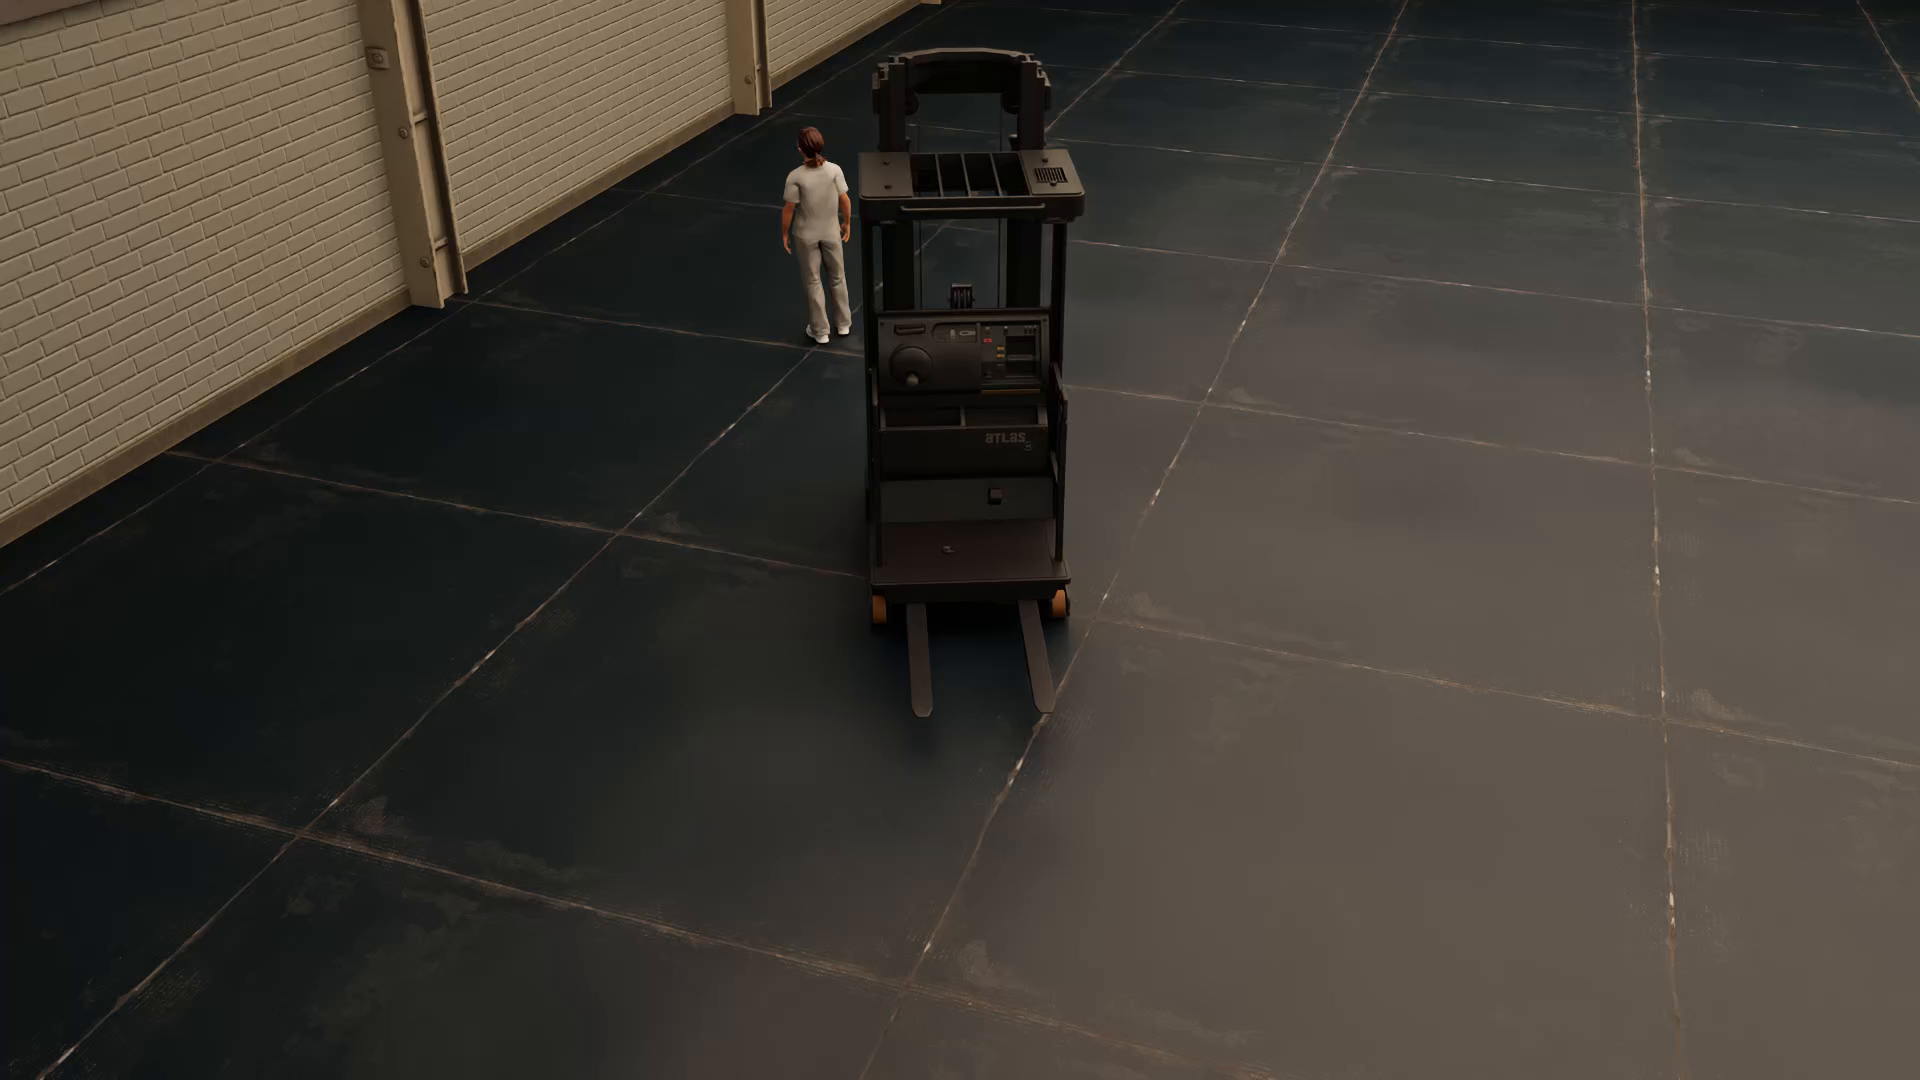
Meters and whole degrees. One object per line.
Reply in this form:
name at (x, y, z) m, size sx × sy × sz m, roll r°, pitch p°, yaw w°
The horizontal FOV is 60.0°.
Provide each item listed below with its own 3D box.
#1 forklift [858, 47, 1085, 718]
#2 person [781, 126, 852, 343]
forklift at (0.035, -0.972, 8.842) m, size 1.130 × 2.935 × 3.031 m, roll -2°, pitch 30°, yaw -3°
person at (-1.072, -2.288, 12.404) m, size 0.550 × 1.672 × 0.548 m, roll -9°, pitch 31°, yaw -15°
